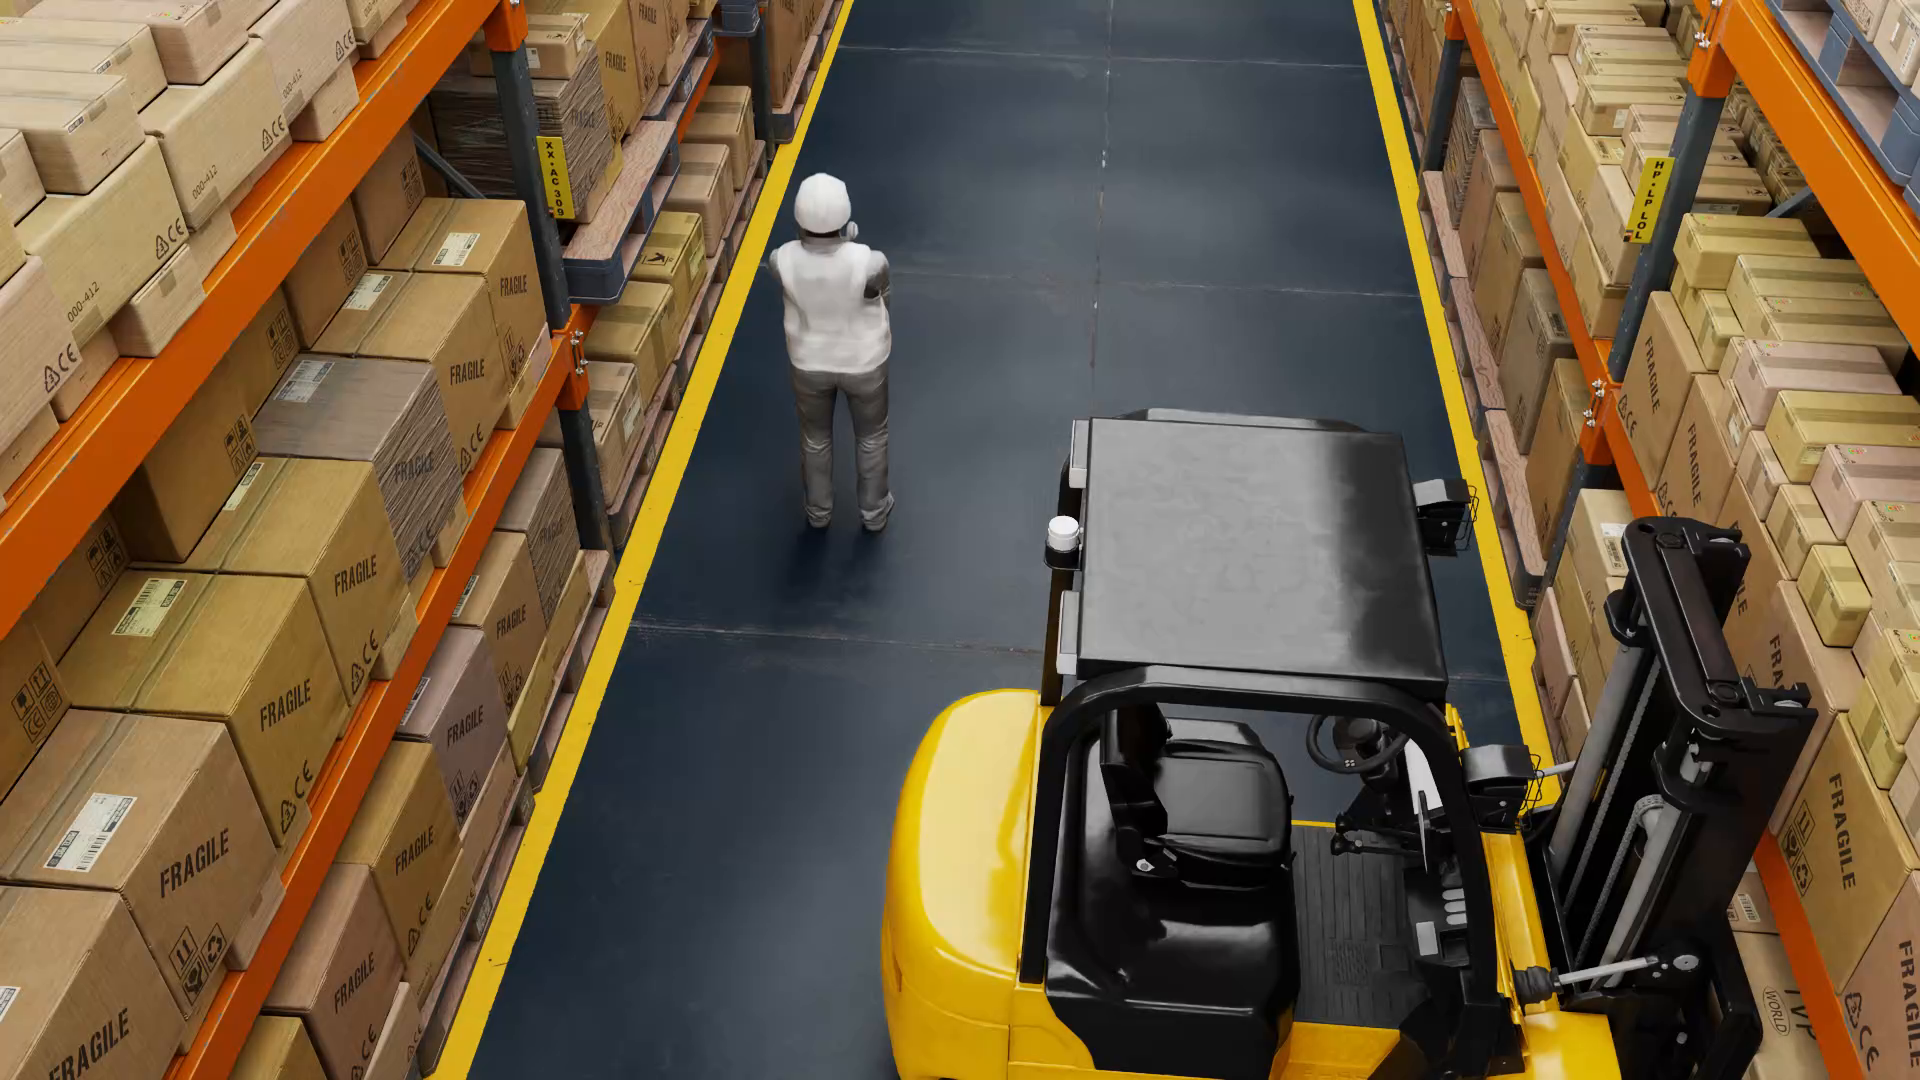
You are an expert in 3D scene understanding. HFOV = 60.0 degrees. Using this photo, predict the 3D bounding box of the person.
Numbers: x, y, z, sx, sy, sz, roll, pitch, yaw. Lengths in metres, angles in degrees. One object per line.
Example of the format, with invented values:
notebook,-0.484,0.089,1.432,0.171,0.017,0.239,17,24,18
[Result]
person,-0.524,-0.842,7.153,0.494,1.762,0.564,3,40,4
